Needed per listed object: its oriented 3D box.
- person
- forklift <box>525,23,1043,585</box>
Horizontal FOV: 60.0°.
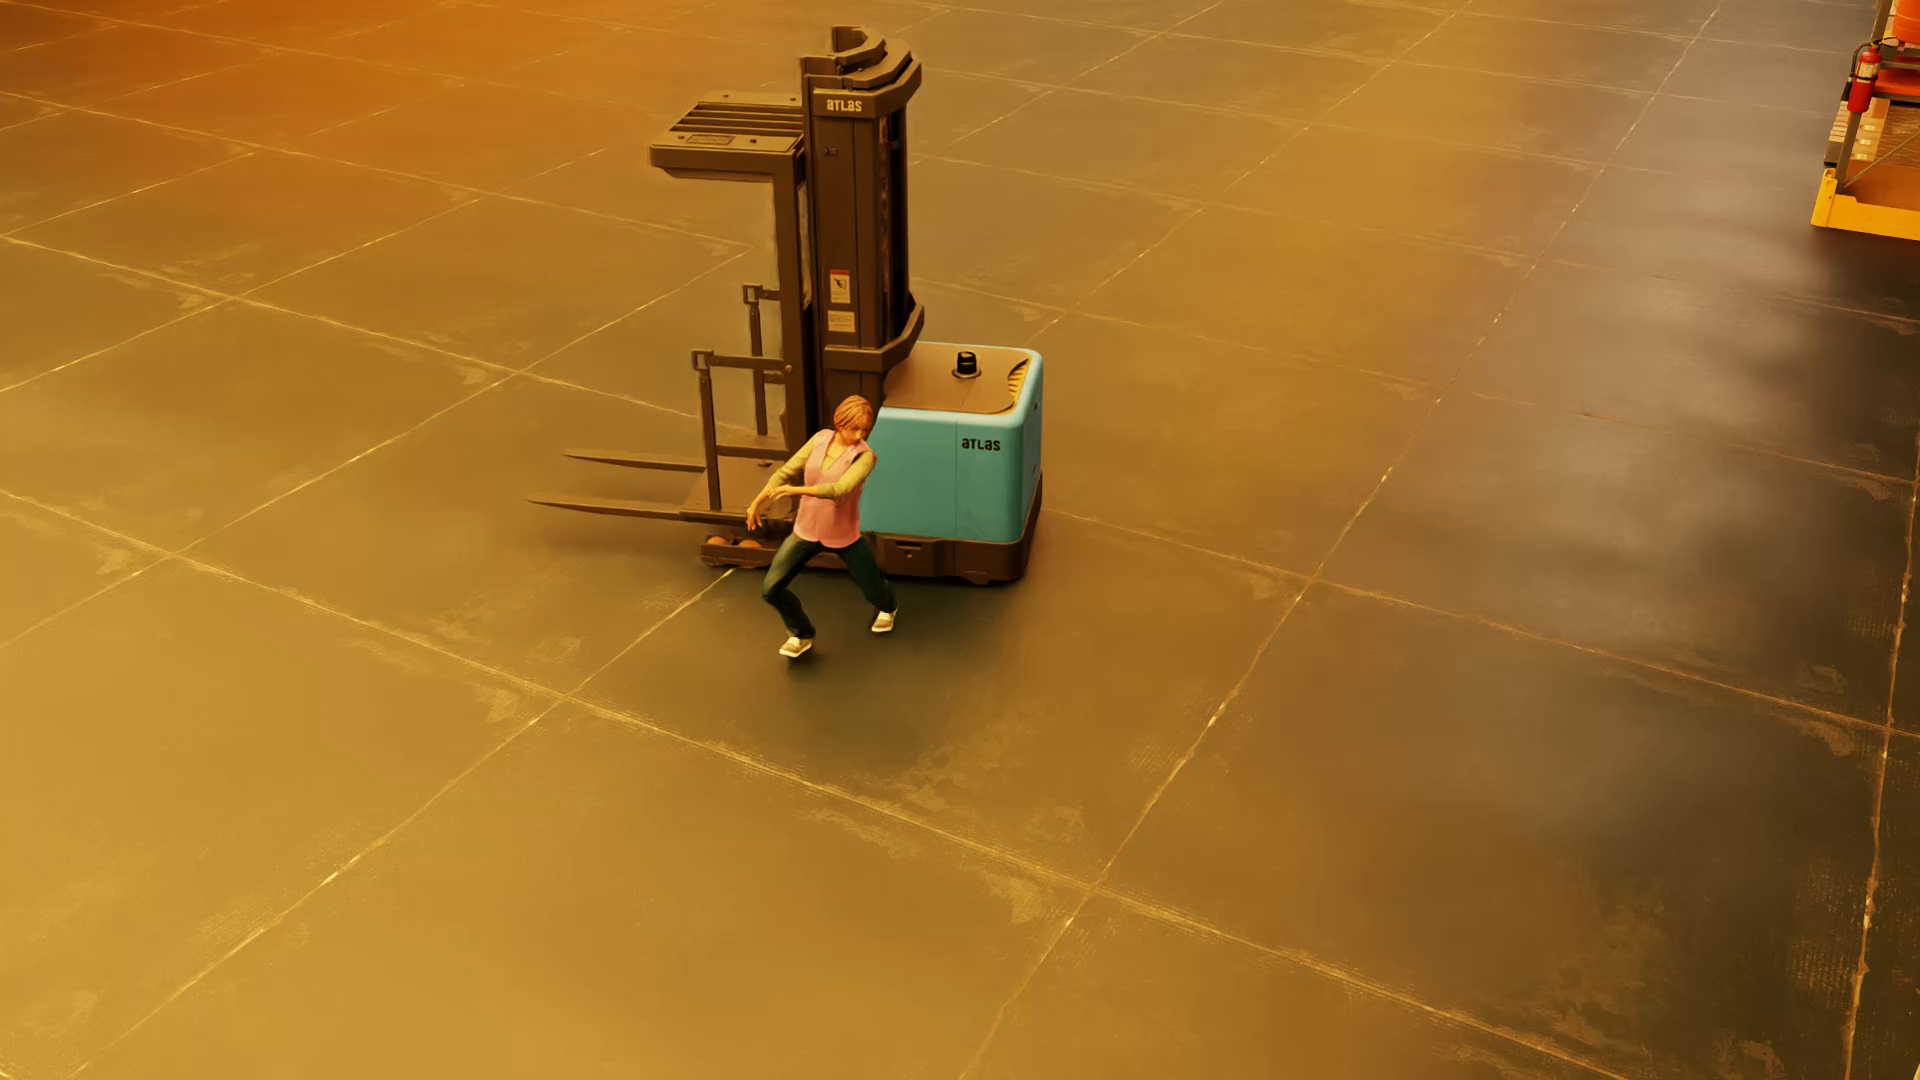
[{"bbox_3d":[-0.747,-0.040,8.616,0.729,1.420,0.790,7,31,12],"label":"person"},{"bbox_3d":[-1.062,-1.355,9.418,3.031,2.935,1.130,5,30,8],"label":"forklift"}]
